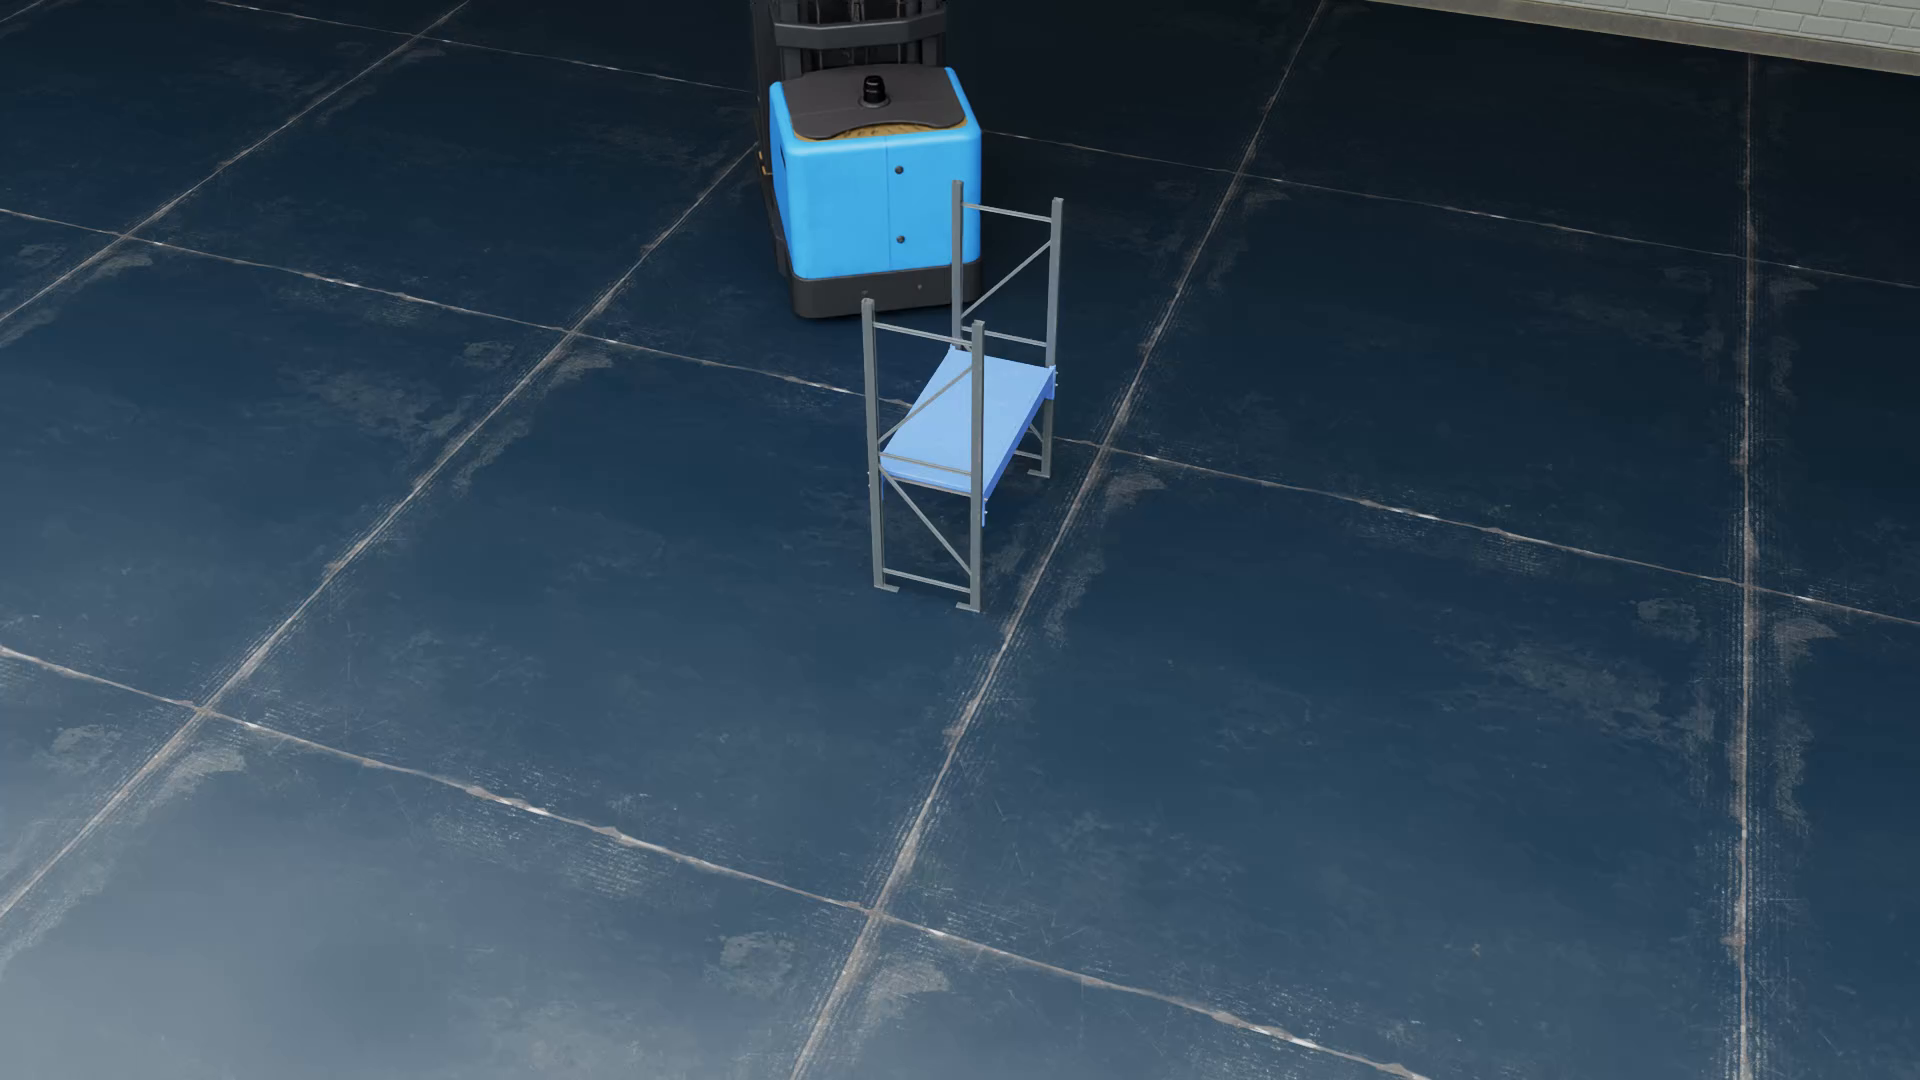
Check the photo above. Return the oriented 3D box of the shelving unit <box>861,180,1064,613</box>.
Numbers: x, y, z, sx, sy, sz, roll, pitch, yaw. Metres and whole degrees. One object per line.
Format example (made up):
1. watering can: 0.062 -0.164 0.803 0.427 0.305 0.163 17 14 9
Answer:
1. shelving unit: 0.029 -0.623 7.278 0.538 1.500 1.048 13 42 15

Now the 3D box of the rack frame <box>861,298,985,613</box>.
1. rack frame: -0.145 -0.313 6.914 0.500 1.500 0.032 13 42 15

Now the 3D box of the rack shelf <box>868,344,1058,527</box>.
1. rack shelf: 0.029 -0.486 7.395 0.538 0.185 1.000 13 42 15

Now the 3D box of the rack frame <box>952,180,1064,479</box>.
1. rack frame: 0.203 -0.933 7.641 0.500 1.500 0.032 13 42 15

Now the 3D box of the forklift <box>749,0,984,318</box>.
1. forklift: -0.664 -3.277 9.287 1.130 2.935 3.031 -7 41 -9
